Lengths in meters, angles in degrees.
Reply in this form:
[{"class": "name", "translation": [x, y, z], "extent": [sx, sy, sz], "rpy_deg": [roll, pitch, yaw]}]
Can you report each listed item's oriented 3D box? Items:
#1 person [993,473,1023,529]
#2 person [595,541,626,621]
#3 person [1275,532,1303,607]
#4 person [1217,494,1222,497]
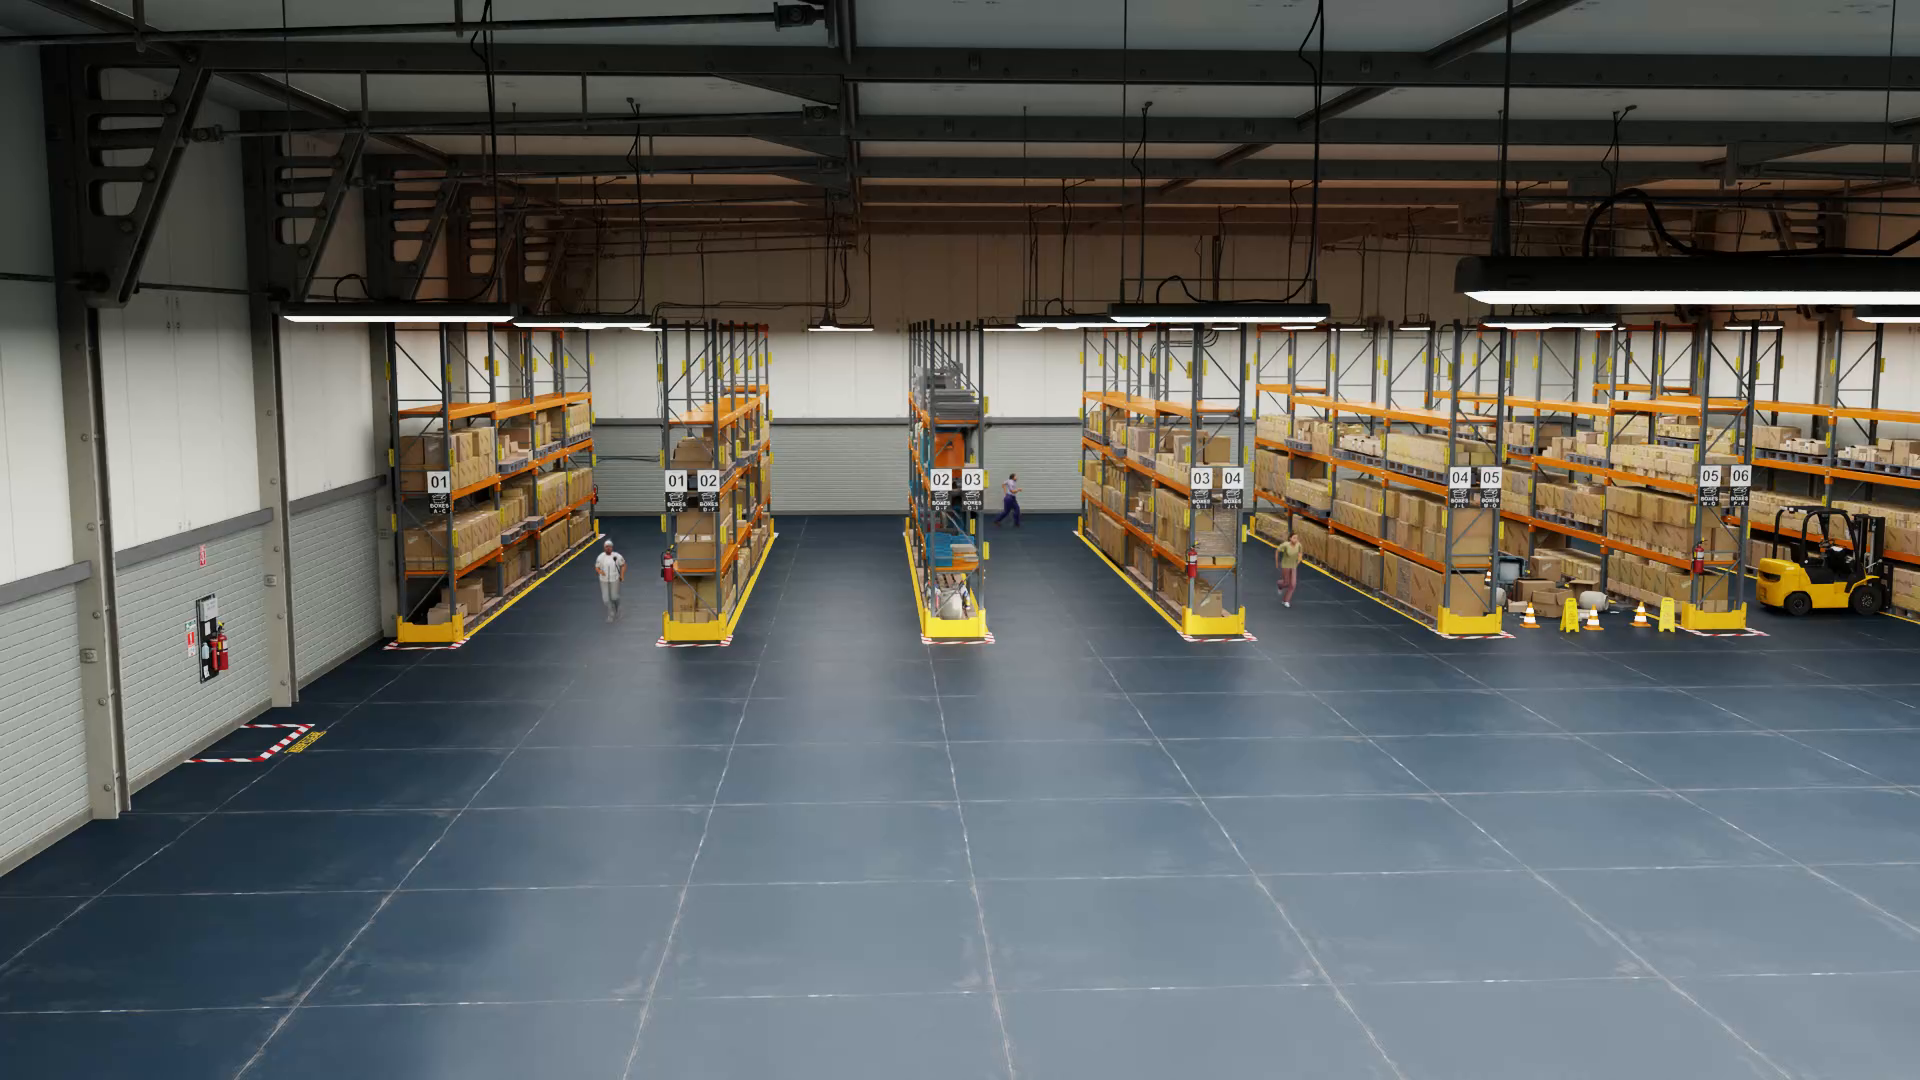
[{"class": "person", "translation": [1.421, -1.120, 49.085], "extent": [0.878, 1.717, 0.588], "rpy_deg": [0, 7, 3]}, {"class": "person", "translation": [-6.966, 0.828, 33.110], "extent": [0.591, 1.629, 0.577], "rpy_deg": [0, 7, -3]}, {"class": "person", "translation": [6.960, 0.599, 35.299], "extent": [0.575, 1.605, 0.744], "rpy_deg": [-2, 7, -18]}, {"class": "person", "translation": [7.284, -0.928, 46.887], "extent": [0.738, 1.765, 0.763], "rpy_deg": [1, 7, 10]}]
